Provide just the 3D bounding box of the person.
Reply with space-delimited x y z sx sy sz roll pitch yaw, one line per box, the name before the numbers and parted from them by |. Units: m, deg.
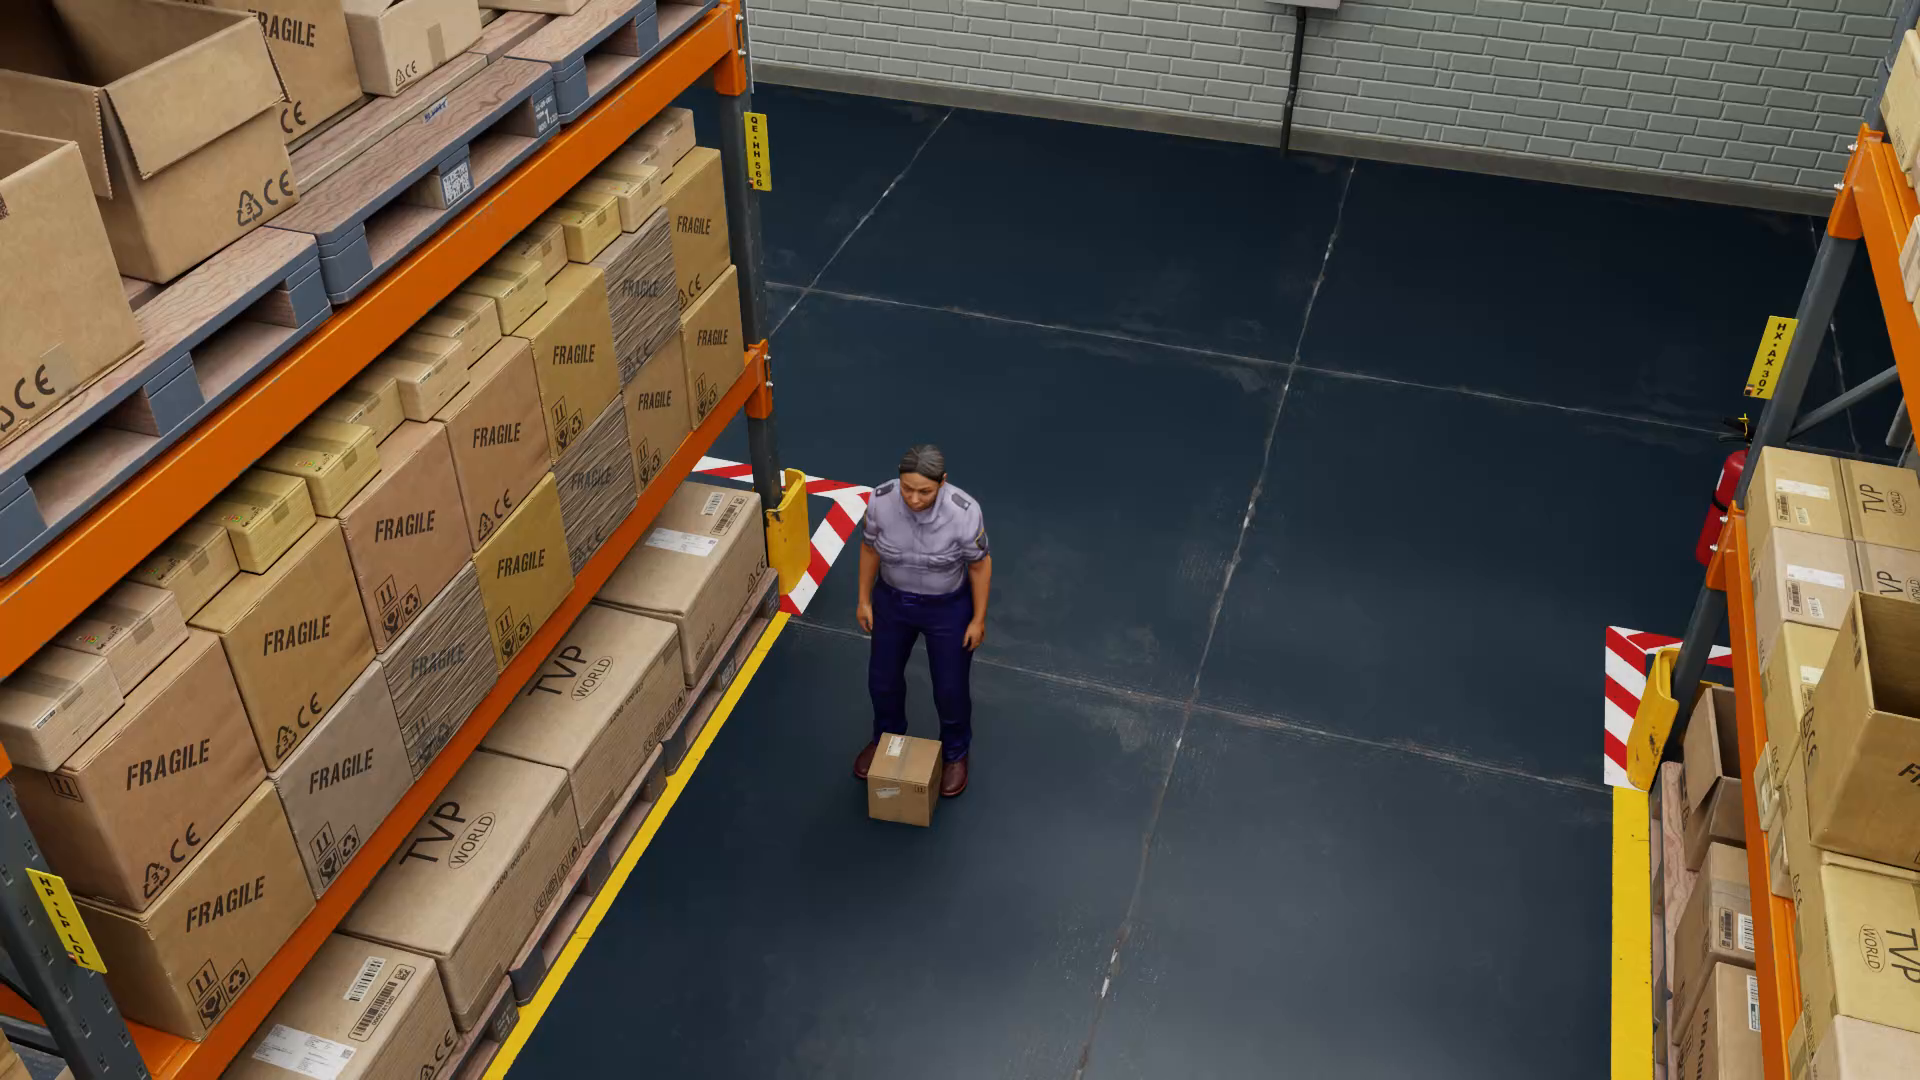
person | -0.154 0.279 6.531 0.545 1.650 0.375 9 38 11
